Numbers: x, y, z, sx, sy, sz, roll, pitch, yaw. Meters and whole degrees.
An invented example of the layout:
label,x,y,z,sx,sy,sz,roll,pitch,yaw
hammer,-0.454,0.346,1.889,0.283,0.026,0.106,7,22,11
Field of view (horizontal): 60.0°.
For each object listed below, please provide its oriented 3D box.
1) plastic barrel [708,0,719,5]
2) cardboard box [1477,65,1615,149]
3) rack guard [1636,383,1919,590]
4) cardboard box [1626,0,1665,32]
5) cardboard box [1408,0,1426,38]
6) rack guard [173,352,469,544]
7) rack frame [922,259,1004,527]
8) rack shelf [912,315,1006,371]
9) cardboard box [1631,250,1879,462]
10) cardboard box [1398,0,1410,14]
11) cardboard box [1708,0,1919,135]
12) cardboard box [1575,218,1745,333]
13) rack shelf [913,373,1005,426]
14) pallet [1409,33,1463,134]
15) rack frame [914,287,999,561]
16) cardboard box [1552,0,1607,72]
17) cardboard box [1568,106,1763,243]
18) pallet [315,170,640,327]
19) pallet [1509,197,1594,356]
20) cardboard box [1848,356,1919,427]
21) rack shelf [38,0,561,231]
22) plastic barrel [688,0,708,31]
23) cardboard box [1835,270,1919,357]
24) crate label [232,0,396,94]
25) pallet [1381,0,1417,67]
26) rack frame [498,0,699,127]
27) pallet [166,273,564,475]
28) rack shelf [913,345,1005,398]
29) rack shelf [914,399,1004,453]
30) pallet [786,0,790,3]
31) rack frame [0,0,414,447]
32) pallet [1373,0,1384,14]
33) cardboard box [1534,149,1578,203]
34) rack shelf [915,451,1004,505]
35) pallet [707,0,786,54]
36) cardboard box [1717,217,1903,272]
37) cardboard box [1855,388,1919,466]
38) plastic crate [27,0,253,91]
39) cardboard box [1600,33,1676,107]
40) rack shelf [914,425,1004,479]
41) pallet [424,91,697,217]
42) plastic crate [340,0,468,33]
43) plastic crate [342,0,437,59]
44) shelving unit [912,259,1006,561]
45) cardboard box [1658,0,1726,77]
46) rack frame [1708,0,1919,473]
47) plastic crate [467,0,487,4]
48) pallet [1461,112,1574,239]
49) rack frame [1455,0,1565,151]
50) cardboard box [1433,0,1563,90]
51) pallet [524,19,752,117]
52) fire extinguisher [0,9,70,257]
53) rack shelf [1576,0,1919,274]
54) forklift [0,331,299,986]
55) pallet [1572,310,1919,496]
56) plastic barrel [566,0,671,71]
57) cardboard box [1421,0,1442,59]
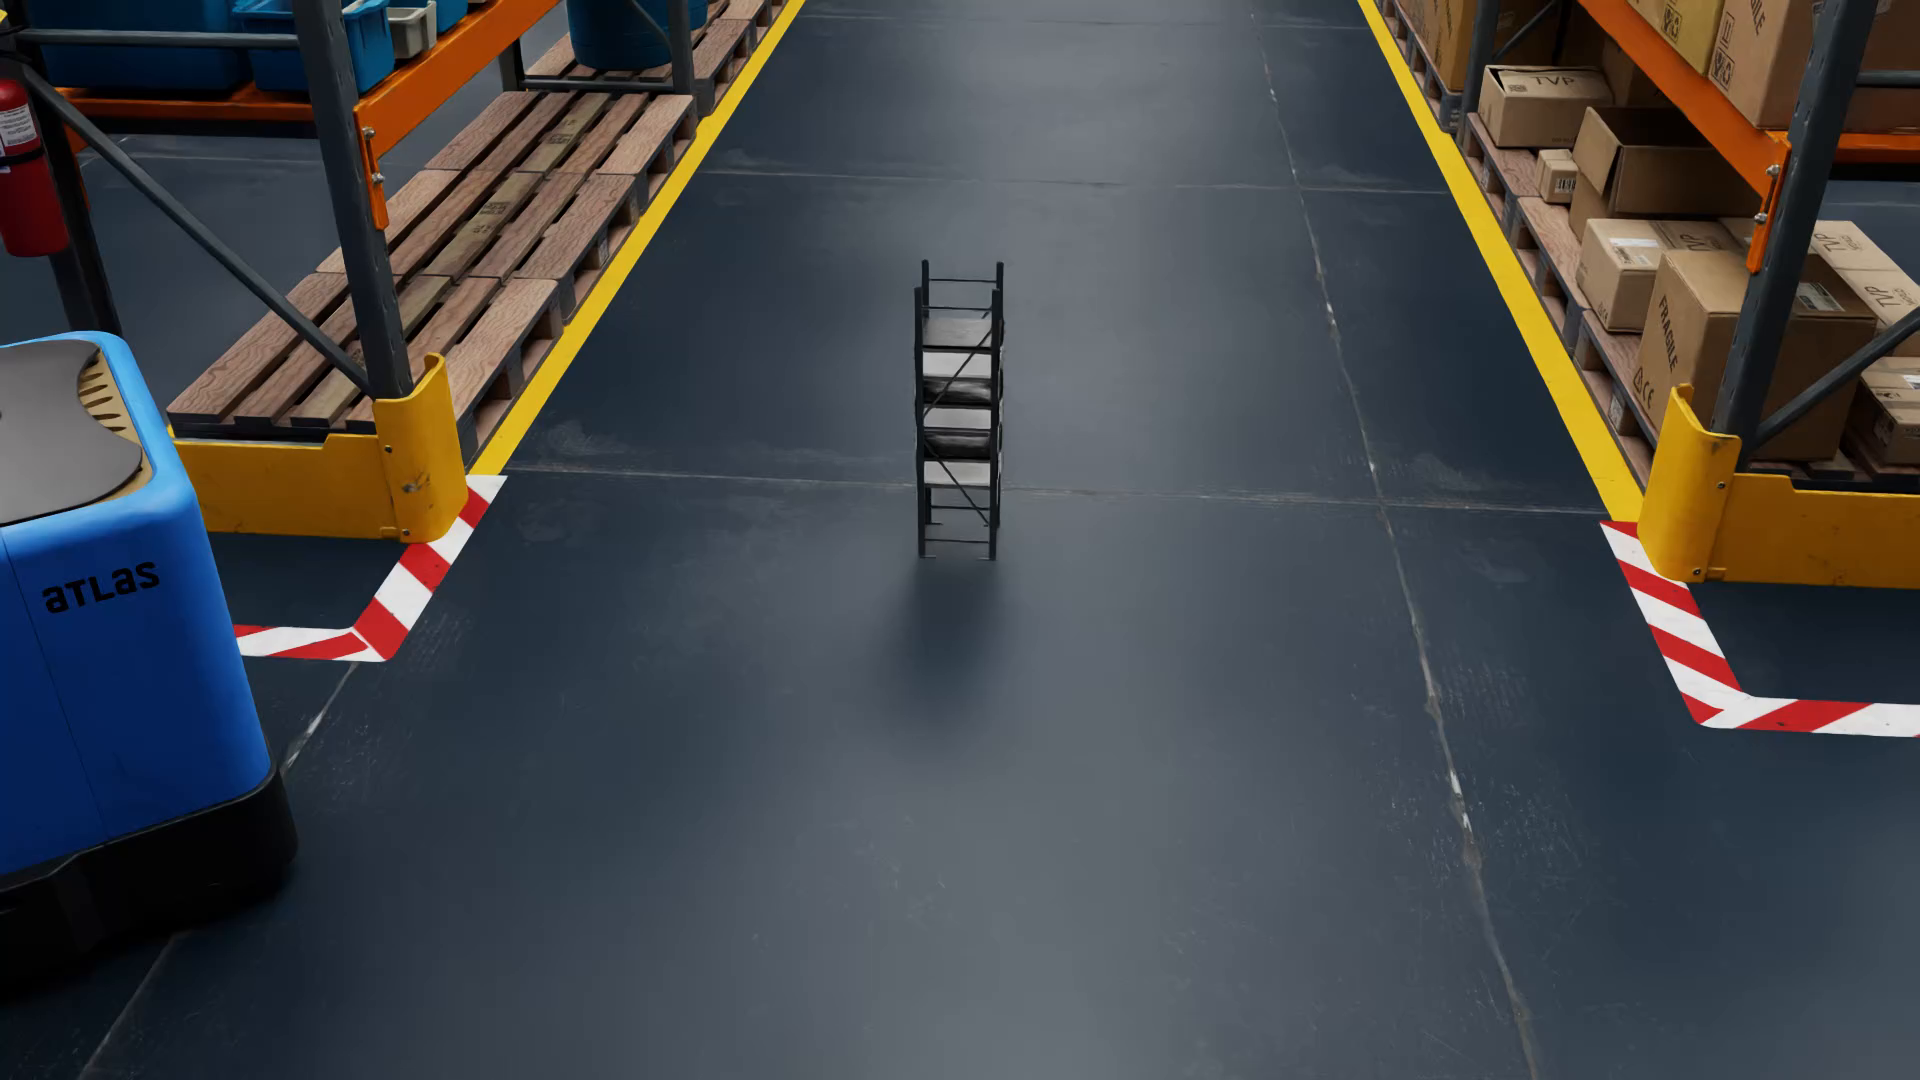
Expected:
label,x,y,z,sx,sy,sz,roll,pitch,yaw
plastic barrel,-1.639,-3.547,10.118,0.421,0.512,0.421,0,32,0
cardboard box,2.794,-2.101,7.944,0.500,0.311,0.500,2,32,4
rack guard,2.724,-0.153,5.021,1.175,0.500,0.348,2,32,4
cardboard box,2.568,-1.998,5.537,0.500,0.500,0.500,3,32,4
cardboard box,2.888,-3.182,9.518,0.500,0.500,0.500,3,32,5
rack guard,-2.208,-0.313,5.282,1.175,0.500,0.348,2,32,4
rack frame,0.008,-0.432,5.093,0.240,0.900,0.006,2,32,4
rack shelf,-0.001,-0.580,4.883,0.258,0.077,0.200,2,32,4
cardboard box,2.516,-0.595,5.320,0.500,0.500,0.500,2,32,4
cardboard box,2.927,-3.448,9.950,0.500,0.500,0.500,1,32,2
cardboard box,2.483,-1.465,4.674,0.500,0.500,0.500,3,32,5
cardboard box,2.624,-0.984,6.189,0.500,0.250,0.500,2,32,4
rack shelf,-0.001,-0.427,4.977,0.258,0.077,0.200,2,32,4
pallet,3.072,-2.508,9.119,1.003,0.211,1.213,2,32,4
rack frame,-0.009,-0.326,4.921,0.240,0.900,0.006,2,32,4
cardboard box,3.326,-2.634,8.629,0.500,0.500,0.500,1,32,2
cardboard box,2.896,-1.411,6.640,0.797,0.503,0.637,2,32,4
pallet,-2.011,-1.269,7.108,1.003,0.211,1.213,2,32,4
pallet,2.890,-1.083,6.806,1.003,0.211,1.213,2,32,4
cardboard box,3.115,-0.493,5.472,0.380,0.166,0.250,2,32,4
rack shelf,-2.056,-2.130,6.533,1.077,0.370,4.000,2,32,4
plastic barrel,-1.774,-3.422,9.543,0.600,0.901,0.708,2,32,4
cardboard box,3.085,-0.727,5.773,0.500,0.250,0.500,2,32,4
crate label,-1.871,-1.460,4.862,0.416,0.233,0.303,2,32,4
pallet,3.169,-3.148,10.157,1.003,0.211,1.213,2,32,4
rack frame,-1.893,-3.482,8.041,1.000,3.000,0.127,2,32,4
pallet,-2.113,-0.633,6.076,1.003,0.211,1.213,2,32,4
rack shelf,-0.001,-0.504,4.930,0.258,0.077,0.200,2,32,4
rack shelf,-0.001,-0.350,5.025,0.258,0.077,0.200,2,32,4
pallet,-1.590,-3.973,11.495,1.003,0.211,1.213,2,32,4
rack frame,-2.219,-1.391,4.647,1.000,3.000,0.127,2,32,4
pallet,3.271,-3.784,11.190,1.003,0.211,1.213,2,32,4
cardboard box,2.733,-1.587,7.247,0.380,0.166,0.250,2,32,4
rack shelf,-0.001,-0.197,5.119,0.258,0.077,0.200,2,32,4
pallet,-1.692,-3.336,10.463,1.003,0.211,1.213,2,32,4
cardboard box,3.126,-0.989,6.197,0.500,0.250,0.500,2,32,4
cardboard box,3.094,-0.355,5.265,0.380,0.149,0.250,2,32,4
plastic crate,-2.378,-1.614,4.919,0.616,0.435,0.499,2,32,4
cardboard box,3.280,-2.082,7.732,0.500,0.500,0.500,2,32,4
rack shelf,-0.001,-0.274,5.072,0.258,0.077,0.200,2,32,4
pallet,-1.914,-1.909,8.146,1.003,0.211,1.213,2,32,4
plastic crate,-1.817,-1.804,5.421,0.416,0.233,0.300,2,32,4
plastic crate,-1.762,-1.583,5.154,0.250,0.136,0.298,2,32,4
shelving unit,-0.001,-0.379,5.007,0.258,0.900,0.210,2,32,4
cardboard box,2.522,-1.737,5.114,0.500,0.500,0.500,3,32,4
rack frame,2.718,-1.177,4.301,1.000,3.000,0.127,2,32,4
plastic crate,-1.707,-1.938,5.730,0.250,0.136,0.298,2,32,4
pallet,2.987,-1.722,7.844,1.003,0.211,1.213,2,32,4
rack frame,3.043,-3.269,7.695,1.000,3.000,0.127,2,32,4
cardboard box,2.798,-2.662,8.674,0.500,0.500,0.500,2,32,4
pallet,-1.789,-2.697,9.425,1.003,0.211,1.213,2,32,4
fire extinguisher,-2.684,-1.139,4.669,0.296,0.674,0.183,2,32,4
rack shelf,2.881,-1.917,6.187,1.077,0.370,4.000,2,32,4
forklift,-3.085,-0.244,2.852,3.031,2.935,1.130,-18,36,-27
pallet,2.788,-0.446,5.774,1.003,0.211,1.213,2,32,4
plastic barrel,-1.832,-3.051,8.942,0.600,0.901,0.708,2,32,4
cardboard box,2.847,-2.920,9.093,0.500,0.500,0.500,3,32,4
